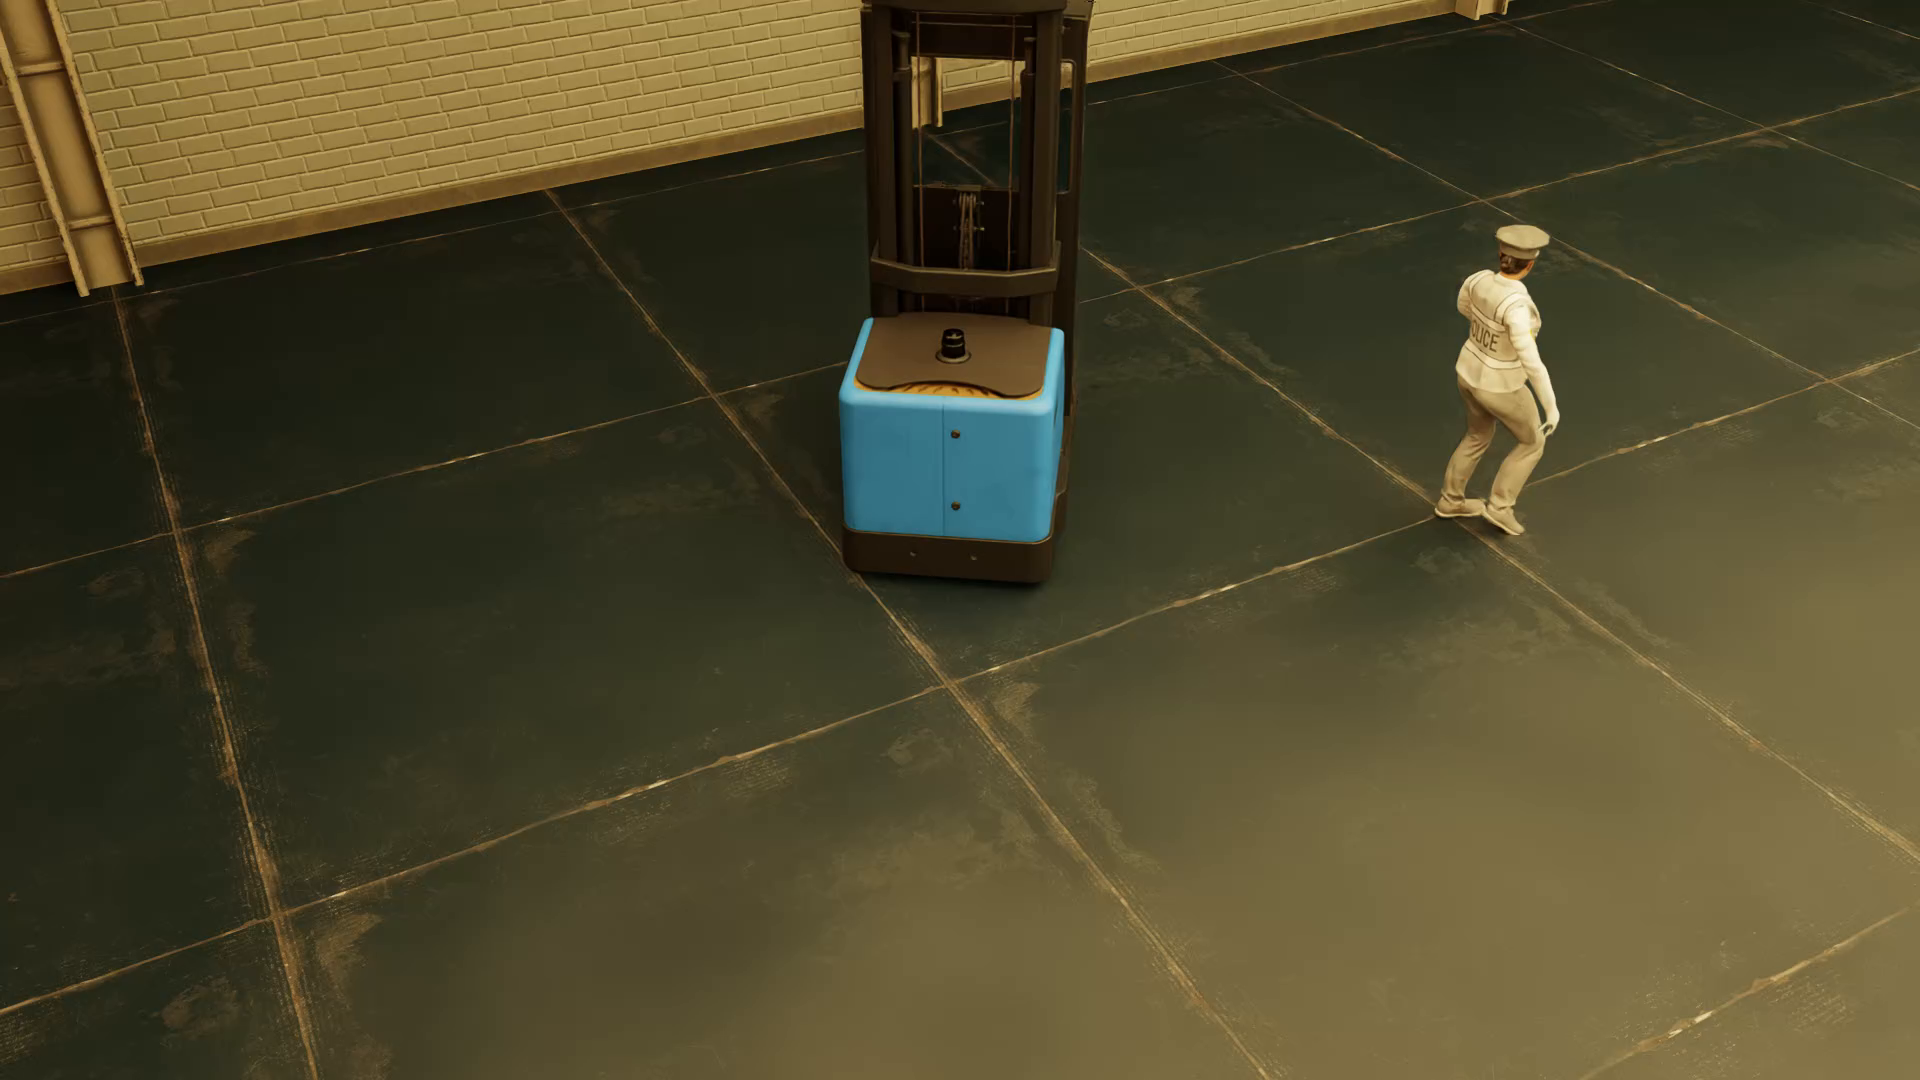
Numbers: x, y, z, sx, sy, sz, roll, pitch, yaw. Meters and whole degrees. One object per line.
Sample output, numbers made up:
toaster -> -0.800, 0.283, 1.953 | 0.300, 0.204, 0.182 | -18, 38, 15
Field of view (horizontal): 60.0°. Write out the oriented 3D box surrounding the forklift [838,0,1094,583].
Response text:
forklift -> 0.099, -1.821, 8.700 | 1.130, 2.935, 3.031 | 4, 35, 5

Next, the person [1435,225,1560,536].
person -> 2.721, -0.786, 8.389 | 0.442, 1.685, 0.837 | -9, 36, -12
